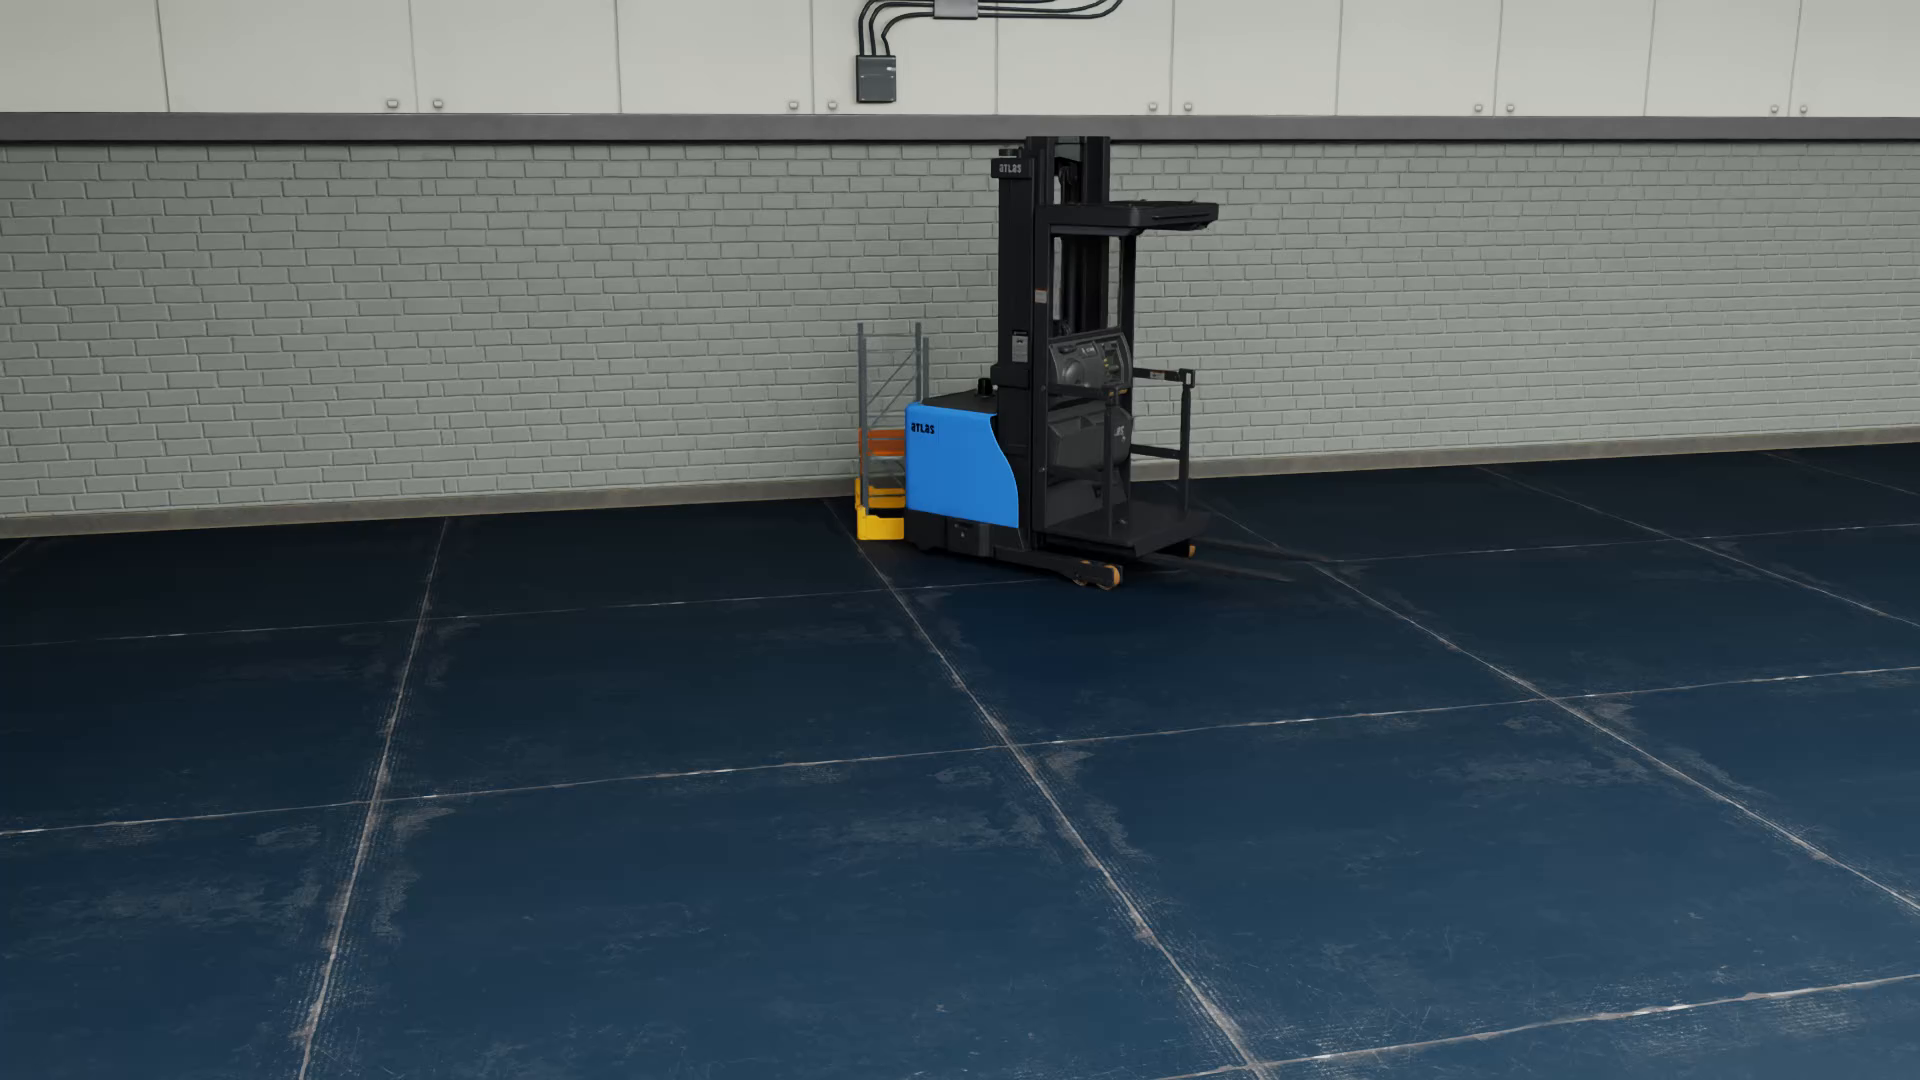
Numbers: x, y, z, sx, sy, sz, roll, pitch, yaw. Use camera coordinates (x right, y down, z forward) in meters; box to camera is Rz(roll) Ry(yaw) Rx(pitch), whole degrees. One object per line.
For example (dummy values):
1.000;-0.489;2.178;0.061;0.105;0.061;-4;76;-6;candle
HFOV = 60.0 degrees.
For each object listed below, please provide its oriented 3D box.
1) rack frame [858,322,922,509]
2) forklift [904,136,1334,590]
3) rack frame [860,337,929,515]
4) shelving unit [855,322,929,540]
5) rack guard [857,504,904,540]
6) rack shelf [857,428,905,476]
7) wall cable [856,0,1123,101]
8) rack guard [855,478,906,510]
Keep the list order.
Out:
-0.556;-0.987;13.307;0.500;1.500;0.032;-1;14;-4;rack frame
1.066;-1.234;11.302;3.031;2.935;1.130;10;17;36;forklift
-0.477;-0.747;12.323;0.500;1.500;0.032;-1;14;-4;rack frame
-0.516;-0.865;12.806;0.587;1.500;1.083;-1;14;-4;shelving unit
-0.477;-0.140;12.472;0.587;0.250;0.087;-1;14;-4;rack guard
-0.516;-0.692;12.858;0.538;0.185;1.000;-1;14;-4;rack shelf
0.312;-6.454;12.716;2.305;6.003;0.169;-3;14;-13;wall cable
-0.554;-0.375;13.437;0.587;0.250;0.087;-1;14;-4;rack guard
